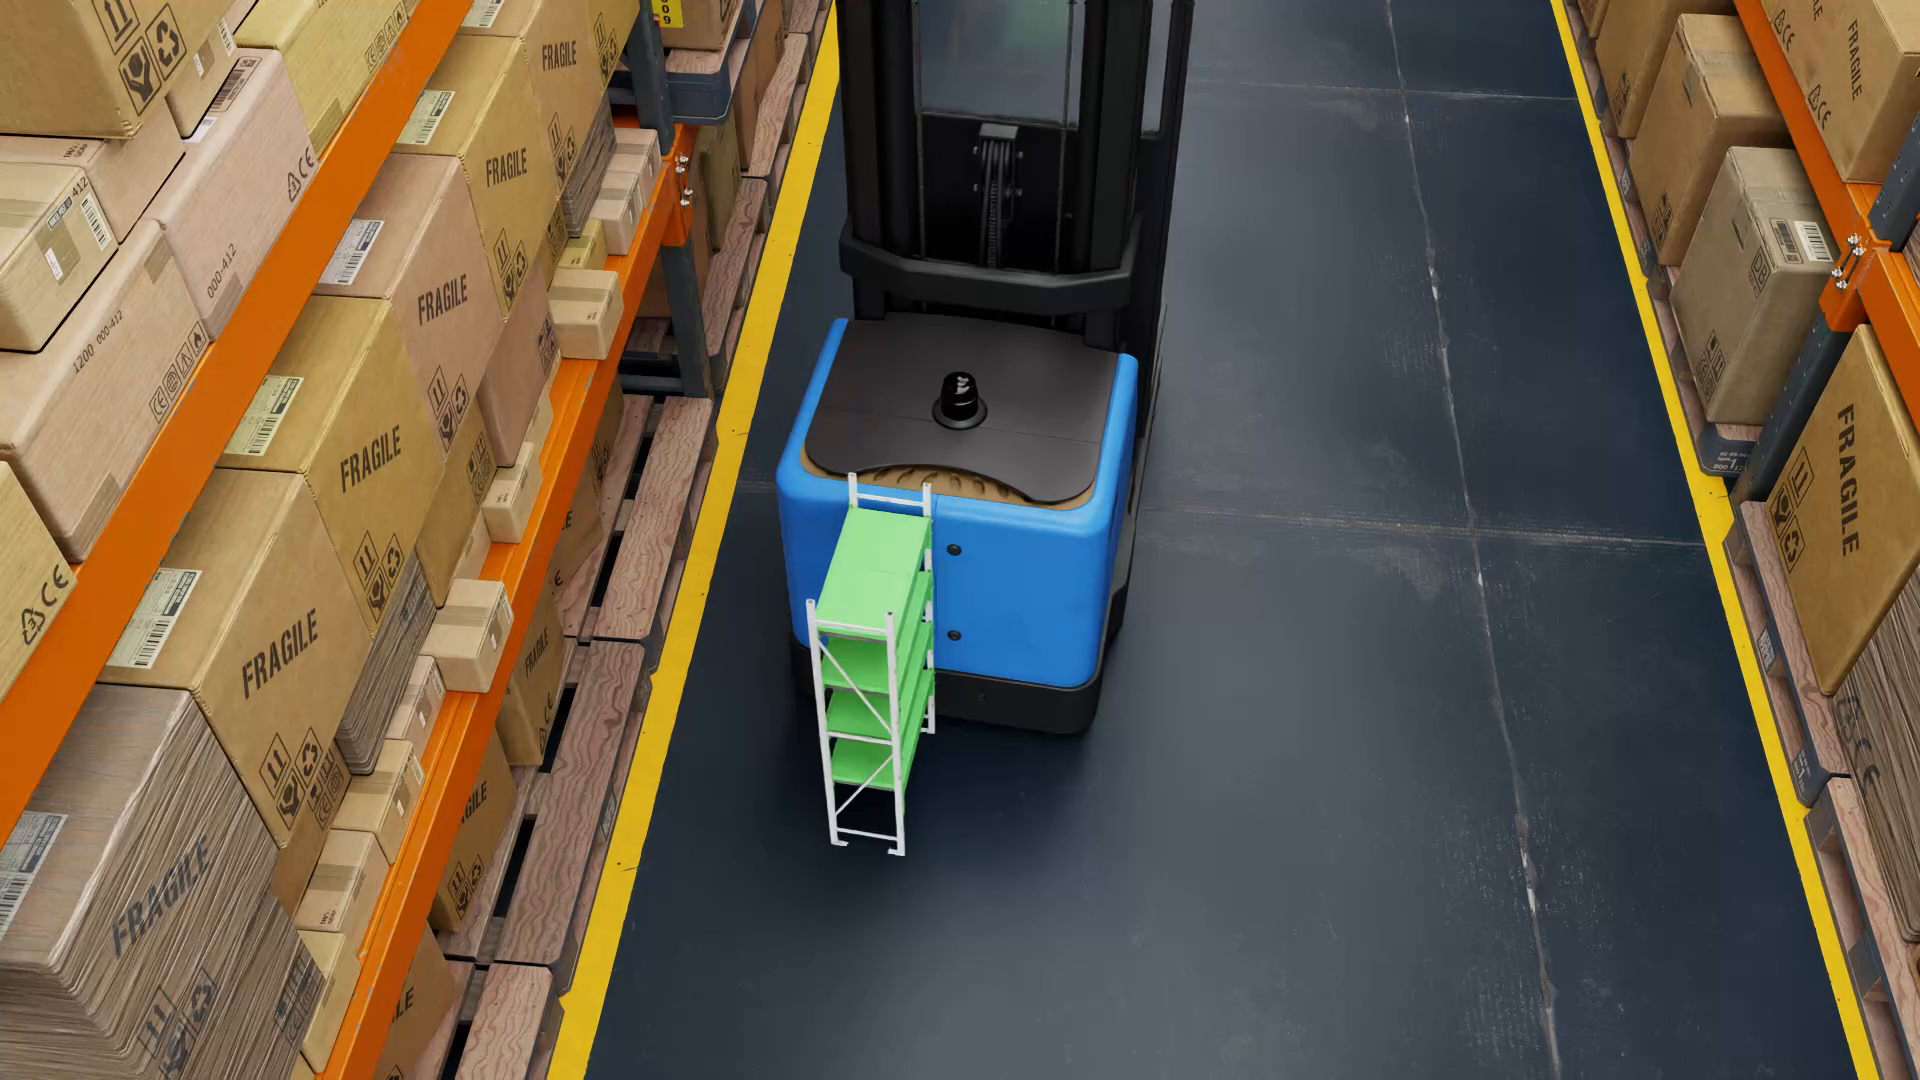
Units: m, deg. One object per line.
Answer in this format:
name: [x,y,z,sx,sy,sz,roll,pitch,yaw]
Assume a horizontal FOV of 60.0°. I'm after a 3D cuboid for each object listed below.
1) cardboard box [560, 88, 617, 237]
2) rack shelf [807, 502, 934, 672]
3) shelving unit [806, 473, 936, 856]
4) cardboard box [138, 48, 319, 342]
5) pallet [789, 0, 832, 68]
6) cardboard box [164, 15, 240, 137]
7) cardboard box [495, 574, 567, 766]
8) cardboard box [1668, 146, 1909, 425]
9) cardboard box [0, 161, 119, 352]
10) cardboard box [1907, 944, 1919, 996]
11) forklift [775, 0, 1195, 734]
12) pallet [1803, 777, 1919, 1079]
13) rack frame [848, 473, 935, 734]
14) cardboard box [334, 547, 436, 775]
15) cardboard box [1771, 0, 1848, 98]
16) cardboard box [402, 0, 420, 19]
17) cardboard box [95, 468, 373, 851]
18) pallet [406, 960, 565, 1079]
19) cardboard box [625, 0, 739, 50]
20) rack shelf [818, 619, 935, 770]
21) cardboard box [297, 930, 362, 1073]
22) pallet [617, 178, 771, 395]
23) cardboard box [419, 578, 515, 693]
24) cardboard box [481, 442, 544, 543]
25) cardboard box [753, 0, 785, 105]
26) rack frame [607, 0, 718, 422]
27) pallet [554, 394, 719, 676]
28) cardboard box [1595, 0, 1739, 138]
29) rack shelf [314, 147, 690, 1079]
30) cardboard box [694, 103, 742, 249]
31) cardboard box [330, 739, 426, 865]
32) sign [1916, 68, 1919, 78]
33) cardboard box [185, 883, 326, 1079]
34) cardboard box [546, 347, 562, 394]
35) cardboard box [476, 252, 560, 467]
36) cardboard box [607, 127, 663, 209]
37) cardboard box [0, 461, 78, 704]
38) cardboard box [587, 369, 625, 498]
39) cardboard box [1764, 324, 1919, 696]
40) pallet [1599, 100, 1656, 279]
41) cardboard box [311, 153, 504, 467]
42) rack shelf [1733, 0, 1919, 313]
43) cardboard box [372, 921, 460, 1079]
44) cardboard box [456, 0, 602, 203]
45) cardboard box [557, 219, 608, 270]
cardboard box: [-1.585,-1.312,5.148,0.875,0.500,0.500,4,48,4]
rack shelf: [-0.249,0.128,4.756,0.258,0.148,0.480,8,48,7]
shelving unit: [-0.249,0.409,5.063,0.258,1.200,0.503,8,48,7]
cardboard box: [-1.455,-0.607,2.841,0.500,0.250,0.500,4,48,3]
pallet: [-1.190,-2.929,8.786,1.003,0.211,1.213,4,48,4]
cardboard box: [-1.439,-0.802,2.749,0.380,0.149,0.250,2,48,2]
cardboard box: [-1.581,0.371,5.287,0.500,0.500,0.500,0,48,0]
cardboard box: [3.415,-0.942,6.318,1.050,0.750,0.750,4,48,3]
cardboard box: [-1.475,-0.422,2.402,0.380,0.149,0.250,6,48,5]
cardboard box: [3.158,1.268,4.213,0.875,0.875,0.875,3,48,3]
forklift: [0.209,-1.448,5.588,1.130,2.935,3.031,8,48,7]
pallet: [3.192,1.297,4.921,1.003,0.211,1.213,4,48,4]
rack frame: [-0.203,0.232,5.225,0.240,1.200,0.015,8,48,7]
cardboard box: [-1.755,0.158,3.803,0.875,0.500,0.500,4,48,4]
cardboard box: [3.275,-1.903,5.890,0.500,0.500,0.500,3,48,3]
cardboard box: [-1.363,-1.356,3.526,0.500,0.250,0.500,4,48,3]
cardboard box: [-1.473,0.210,3.078,0.500,0.500,0.500,4,48,4]
pallet: [-1.731,1.725,4.529,1.003,0.211,1.213,4,48,4]
cardboard box: [-1.270,-2.423,5.743,1.000,1.000,1.000,4,48,4]
rack shelf: [-0.249,0.452,5.110,0.258,0.148,0.480,8,48,7]
cardboard box: [-1.504,0.961,3.509,0.380,0.149,0.250,4,48,4]
pallet: [-1.413,-1.136,7.146,1.003,0.211,1.213,4,48,4]
cardboard box: [-1.350,0.230,4.177,0.380,0.149,0.250,4,48,4]
cardboard box: [-1.360,-0.141,4.516,0.380,0.149,0.250,4,48,4]
cardboard box: [-1.241,-2.430,7.835,0.700,0.500,0.500,7,48,7]
rack frame: [-1.482,-1.505,5.594,1.000,3.000,0.127,4,48,4]
pallet: [-1.508,-0.068,6.169,1.003,0.211,1.213,4,48,4]
cardboard box: [3.591,-2.335,7.593,1.050,0.750,0.750,5,48,4]
rack shelf: [-1.664,0.208,4.515,1.077,0.370,4.000,4,48,4]
cardboard box: [-1.343,-1.609,7.084,0.700,0.500,0.500,4,48,3]
cardboard box: [-1.472,0.592,3.846,0.380,0.149,0.250,4,48,4]
sign: [2.907,-1.490,4.849,0.100,0.325,0.005,4,48,4]
cardboard box: [-1.769,0.898,3.126,0.875,0.500,0.500,4,48,4]
cardboard box: [-1.390,-0.513,4.857,0.380,0.149,0.250,4,48,4]
cardboard box: [-1.611,-0.573,4.472,0.875,0.500,0.500,4,48,4]
cardboard box: [-1.209,-1.242,5.524,0.380,0.149,0.250,4,48,4]
cardboard box: [-1.545,0.136,2.162,0.500,0.250,0.500,5,48,5]
cardboard box: [-1.558,-0.512,6.095,0.500,0.500,0.500,3,48,2]
cardboard box: [3.321,-0.064,5.431,0.875,0.875,0.875,5,48,4]
pallet: [3.552,-1.627,7.595,1.003,0.211,1.213,4,48,4]
cardboard box: [-1.389,-0.525,3.751,0.500,0.500,0.500,4,48,4]
rack shelf: [3.630,-2.324,6.830,1.077,0.370,4.000,4,48,4]
cardboard box: [-1.753,1.237,4.495,0.500,0.500,0.500,15,49,14]
cardboard box: [-1.293,-1.260,4.422,0.500,0.500,0.500,4,48,4]
cardboard box: [-1.324,-0.880,5.192,0.380,0.149,0.250,4,48,4]
